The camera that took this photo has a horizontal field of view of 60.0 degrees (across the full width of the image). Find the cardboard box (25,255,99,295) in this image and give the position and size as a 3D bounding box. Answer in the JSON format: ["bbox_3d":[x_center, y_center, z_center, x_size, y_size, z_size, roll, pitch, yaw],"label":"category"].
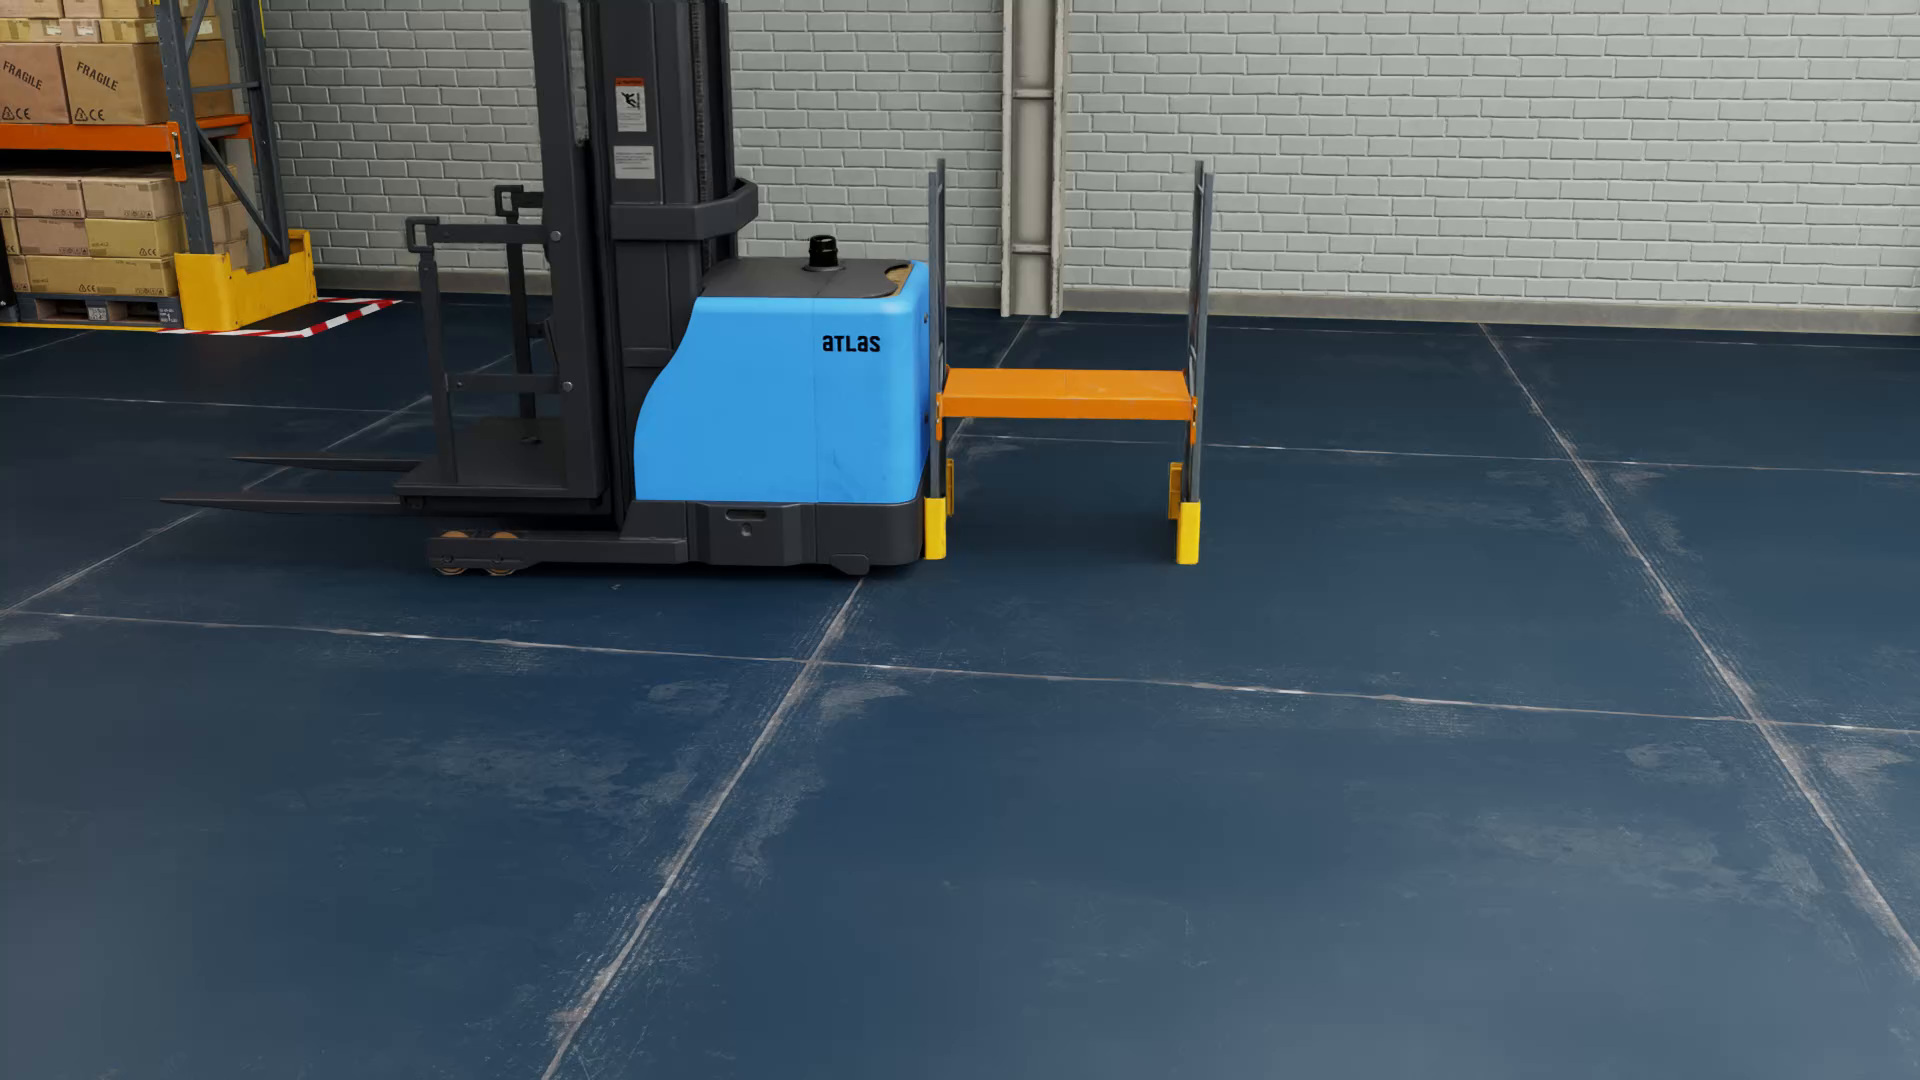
[{"bbox_3d":[-5.886,-1.824,11.200,0.500,0.250,0.500,3,19,9],"label":"cardboard box"}]

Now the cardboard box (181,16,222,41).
[{"bbox_3d":[-5.176,-3.430,11.147,0.250,0.149,0.380,2,19,7],"label":"cardboard box"}]

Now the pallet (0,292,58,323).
[{"bbox_3d":[-6.845,-1.742,11.675,1.213,0.211,1.003,3,19,9],"label":"pallet"}]

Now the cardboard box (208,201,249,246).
[{"bbox_3d":[-5.313,-2.197,11.527,0.500,0.250,0.500,3,19,10],"label":"cardboard box"}]

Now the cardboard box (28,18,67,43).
[{"bbox_3d":[-5.772,-3.297,10.749,0.250,0.149,0.380,3,19,10],"label":"cardboard box"}]

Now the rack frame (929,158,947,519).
[{"bbox_3d":[-0.087,-0.727,6.613,0.032,1.500,0.500,1,19,3],"label":"rack frame"}]

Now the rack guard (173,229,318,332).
[{"bbox_3d":[-4.858,-1.790,11.364,0.348,0.500,1.175,3,19,9],"label":"rack guard"}]

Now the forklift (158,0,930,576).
[{"bbox_3d":[-1.645,-1.417,6.418,3.031,2.935,1.130,1,19,3],"label":"forklift"}]

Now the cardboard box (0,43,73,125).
[{"bbox_3d":[-5.920,-2.995,10.870,0.500,0.500,0.500,4,19,10],"label":"cardboard box"}]

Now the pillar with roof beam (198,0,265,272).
[{"bbox_3d":[-6.109,-4.790,6.937,0.400,9.000,9.100,3,19,9],"label":"pillar with roof beam"}]

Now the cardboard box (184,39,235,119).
[{"bbox_3d":[-5.327,-3.136,11.290,0.500,0.500,0.500,4,19,10],"label":"cardboard box"}]

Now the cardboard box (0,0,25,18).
[{"bbox_3d":[-6.014,-3.468,10.791,0.250,0.149,0.380,3,19,9],"label":"cardboard box"}]

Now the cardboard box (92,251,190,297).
[{"bbox_3d":[-5.396,-1.796,11.116,0.500,0.250,0.500,3,19,9],"label":"cardboard box"}]

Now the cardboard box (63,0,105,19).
[{"bbox_3d":[-5.518,-3.427,10.670,0.250,0.149,0.380,3,19,9],"label":"cardboard box"}]

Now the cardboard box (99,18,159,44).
[{"bbox_3d":[-5.269,-3.261,10.642,0.250,0.149,0.380,3,19,9],"label":"cardboard box"}]

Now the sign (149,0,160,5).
[{"bbox_3d":[-4.982,-3.469,10.244,0.005,0.325,0.100,3,19,9],"label":"sign"}]

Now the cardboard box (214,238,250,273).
[{"bbox_3d":[-5.336,-1.958,11.598,0.500,0.250,0.500,3,19,9],"label":"cardboard box"}]

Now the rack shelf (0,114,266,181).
[{"bbox_3d":[-6.857,-2.736,11.386,4.000,0.370,1.077,3,19,9],"label":"rack shelf"}]

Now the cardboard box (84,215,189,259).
[{"bbox_3d":[-5.412,-2.035,11.042,0.500,0.250,0.500,3,19,8],"label":"cardboard box"}]

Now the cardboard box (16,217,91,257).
[{"bbox_3d":[-5.906,-2.064,11.128,0.500,0.250,0.500,3,19,8],"label":"cardboard box"}]

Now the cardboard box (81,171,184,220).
[{"bbox_3d":[-5.386,-2.271,10.960,0.500,0.250,0.500,4,19,10],"label":"cardboard box"}]

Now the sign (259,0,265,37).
[{"bbox_3d":[-4.788,-3.598,11.340,0.005,0.325,0.100,3,19,9],"label":"sign"}]

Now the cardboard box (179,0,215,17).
[{"bbox_3d":[-5.180,-3.556,11.056,0.250,0.149,0.380,3,19,8],"label":"cardboard box"}]

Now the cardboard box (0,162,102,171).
[{"bbox_3d":[-6.313,-2.482,11.589,0.500,0.250,0.500,3,19,8],"label":"cardboard box"}]

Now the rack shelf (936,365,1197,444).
[{"bbox_3d":[0.421,-0.547,6.642,1.000,0.185,0.538,1,19,3],"label":"rack shelf"}]

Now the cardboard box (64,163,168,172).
[{"bbox_3d":[-5.820,-2.453,11.504,0.500,0.250,0.500,3,19,9],"label":"cardboard box"}]

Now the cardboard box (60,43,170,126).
[{"bbox_3d":[-5.410,-2.966,10.784,0.500,0.500,0.500,3,19,7],"label":"cardboard box"}]

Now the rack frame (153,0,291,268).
[{"bbox_3d":[-4.882,-2.976,10.971,0.127,3.000,1.000,3,19,9],"label":"rack frame"}]

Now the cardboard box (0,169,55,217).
[{"bbox_3d":[-6.391,-2.317,11.098,0.500,0.250,0.500,3,19,9],"label":"cardboard box"}]

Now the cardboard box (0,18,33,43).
[{"bbox_3d":[-6.015,-3.313,10.797,0.250,0.149,0.380,3,19,8],"label":"cardboard box"}]

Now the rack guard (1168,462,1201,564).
[{"bbox_3d":[0.909,-0.116,6.756,0.087,0.250,0.587,1,19,3],"label":"rack guard"}]

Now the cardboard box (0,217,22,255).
[{"bbox_3d":[-6.419,-2.083,11.186,0.500,0.250,0.500,2,19,7],"label":"cardboard box"}]

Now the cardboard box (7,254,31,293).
[{"bbox_3d":[-6.378,-1.852,11.283,0.500,0.250,0.500,3,19,9],"label":"cardboard box"}]

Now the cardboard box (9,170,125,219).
[{"bbox_3d":[-5.891,-2.295,11.031,0.500,0.250,0.500,3,19,10],"label":"cardboard box"}]

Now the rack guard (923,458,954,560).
[{"bbox_3d":[-0.085,-0.134,6.811,0.087,0.250,0.587,1,19,3],"label":"rack guard"}]

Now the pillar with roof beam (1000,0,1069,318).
[{"bbox_3d":[-0.185,-4.488,6.035,0.400,9.000,9.100,3,19,9],"label":"pillar with roof beam"}]

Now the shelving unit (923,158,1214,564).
[{"bbox_3d":[0.412,-0.718,6.585,1.083,1.500,0.587,1,19,3],"label":"shelving unit"}]

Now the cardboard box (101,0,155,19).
[{"bbox_3d":[-5.269,-3.425,10.662,0.250,0.149,0.380,3,19,9],"label":"cardboard box"}]

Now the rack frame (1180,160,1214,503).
[{"bbox_3d":[0.928,-0.709,6.557,0.032,1.500,0.500,1,19,3],"label":"rack frame"}]

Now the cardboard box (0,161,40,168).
[{"bbox_3d":[-6.817,-2.510,11.673,0.500,0.250,0.500,3,19,8],"label":"cardboard box"}]

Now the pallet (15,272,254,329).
[{"bbox_3d":[-5.644,-1.679,11.490,1.213,0.211,1.003,3,19,9],"label":"pallet"}]

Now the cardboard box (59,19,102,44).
[{"bbox_3d":[-5.526,-3.265,10.653,0.250,0.149,0.380,3,19,10],"label":"cardboard box"}]

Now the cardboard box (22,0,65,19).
[{"bbox_3d":[-5.780,-3.432,10.684,0.250,0.149,0.380,3,19,10],"label":"cardboard box"}]

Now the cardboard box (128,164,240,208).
[{"bbox_3d":[-5.327,-2.429,11.432,0.500,0.250,0.500,3,19,8],"label":"cardboard box"}]
